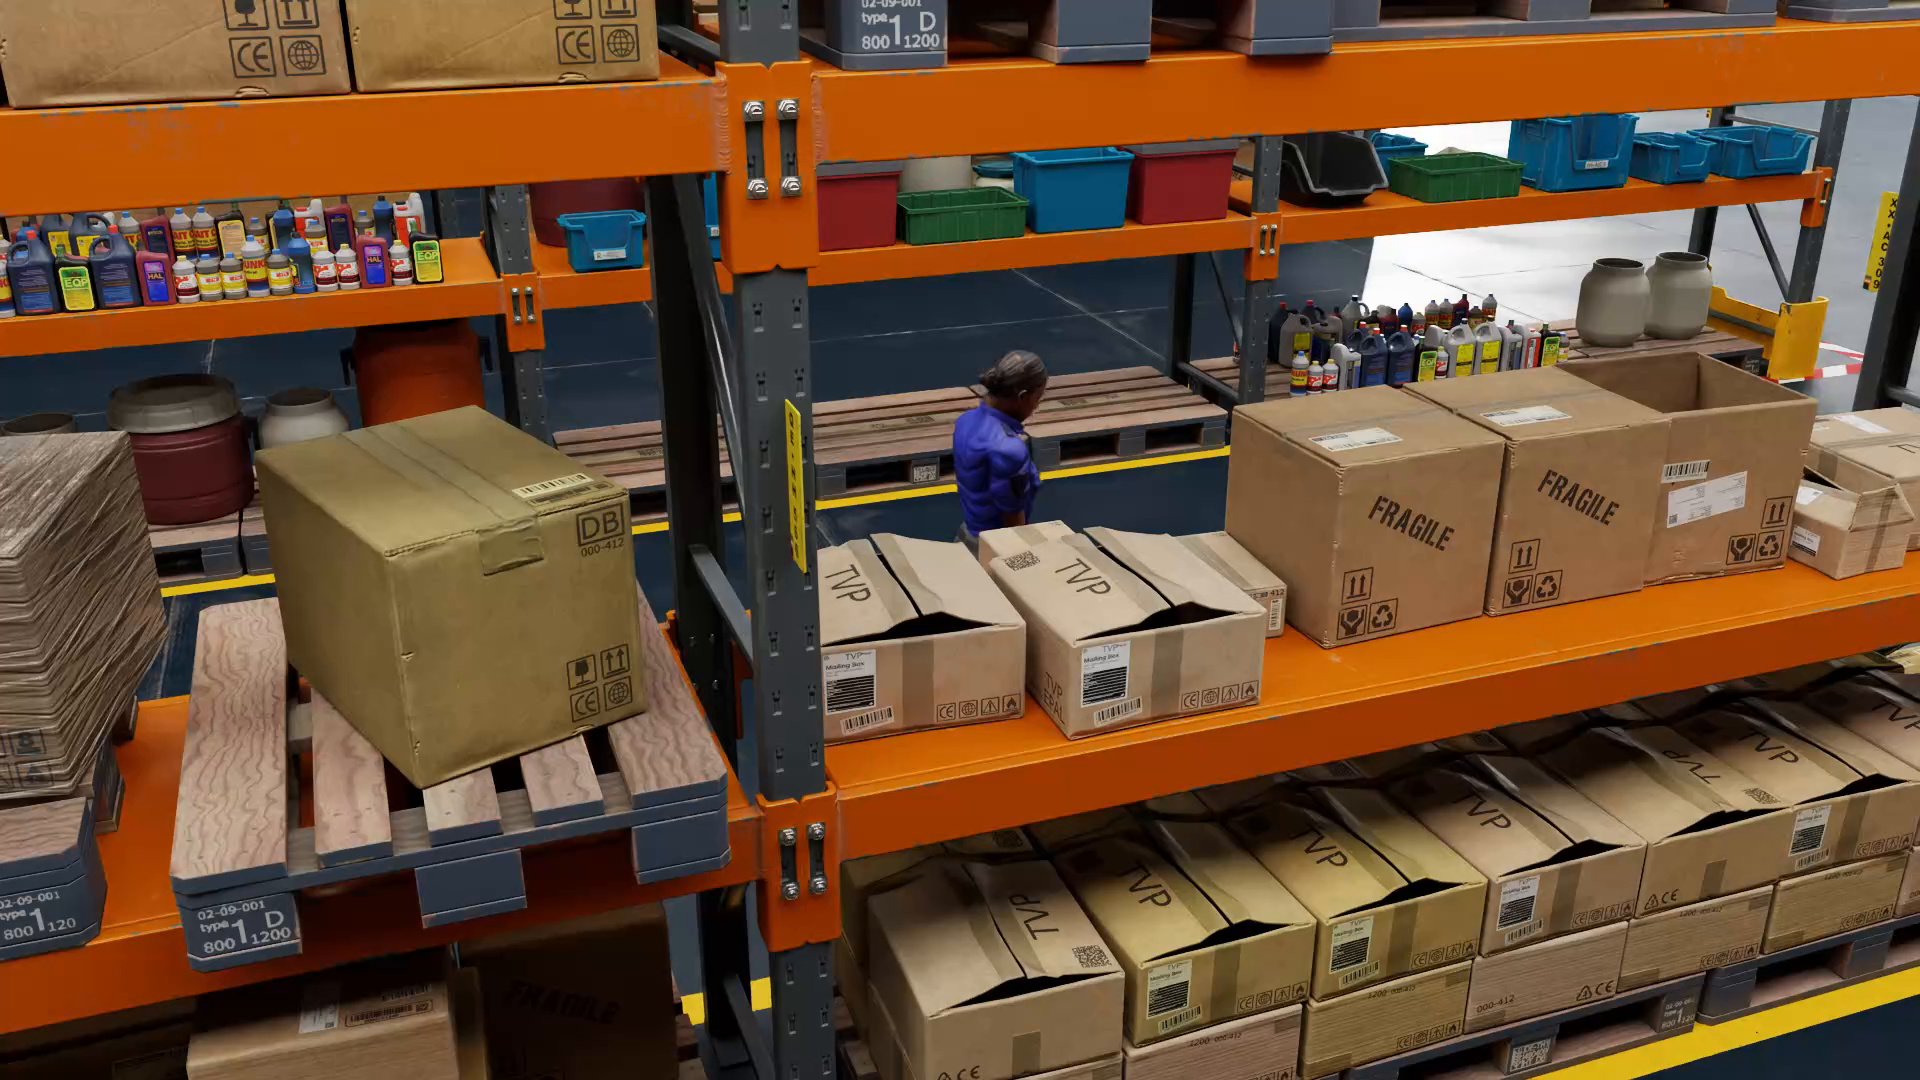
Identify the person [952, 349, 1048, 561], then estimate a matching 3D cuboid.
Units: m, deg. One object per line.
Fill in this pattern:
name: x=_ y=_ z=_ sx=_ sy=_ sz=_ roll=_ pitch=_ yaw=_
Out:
person: x=0.126 y=0.120 z=5.881 sx=0.361 sy=1.618 sz=0.454 roll=-8 pitch=24 yaw=-17
